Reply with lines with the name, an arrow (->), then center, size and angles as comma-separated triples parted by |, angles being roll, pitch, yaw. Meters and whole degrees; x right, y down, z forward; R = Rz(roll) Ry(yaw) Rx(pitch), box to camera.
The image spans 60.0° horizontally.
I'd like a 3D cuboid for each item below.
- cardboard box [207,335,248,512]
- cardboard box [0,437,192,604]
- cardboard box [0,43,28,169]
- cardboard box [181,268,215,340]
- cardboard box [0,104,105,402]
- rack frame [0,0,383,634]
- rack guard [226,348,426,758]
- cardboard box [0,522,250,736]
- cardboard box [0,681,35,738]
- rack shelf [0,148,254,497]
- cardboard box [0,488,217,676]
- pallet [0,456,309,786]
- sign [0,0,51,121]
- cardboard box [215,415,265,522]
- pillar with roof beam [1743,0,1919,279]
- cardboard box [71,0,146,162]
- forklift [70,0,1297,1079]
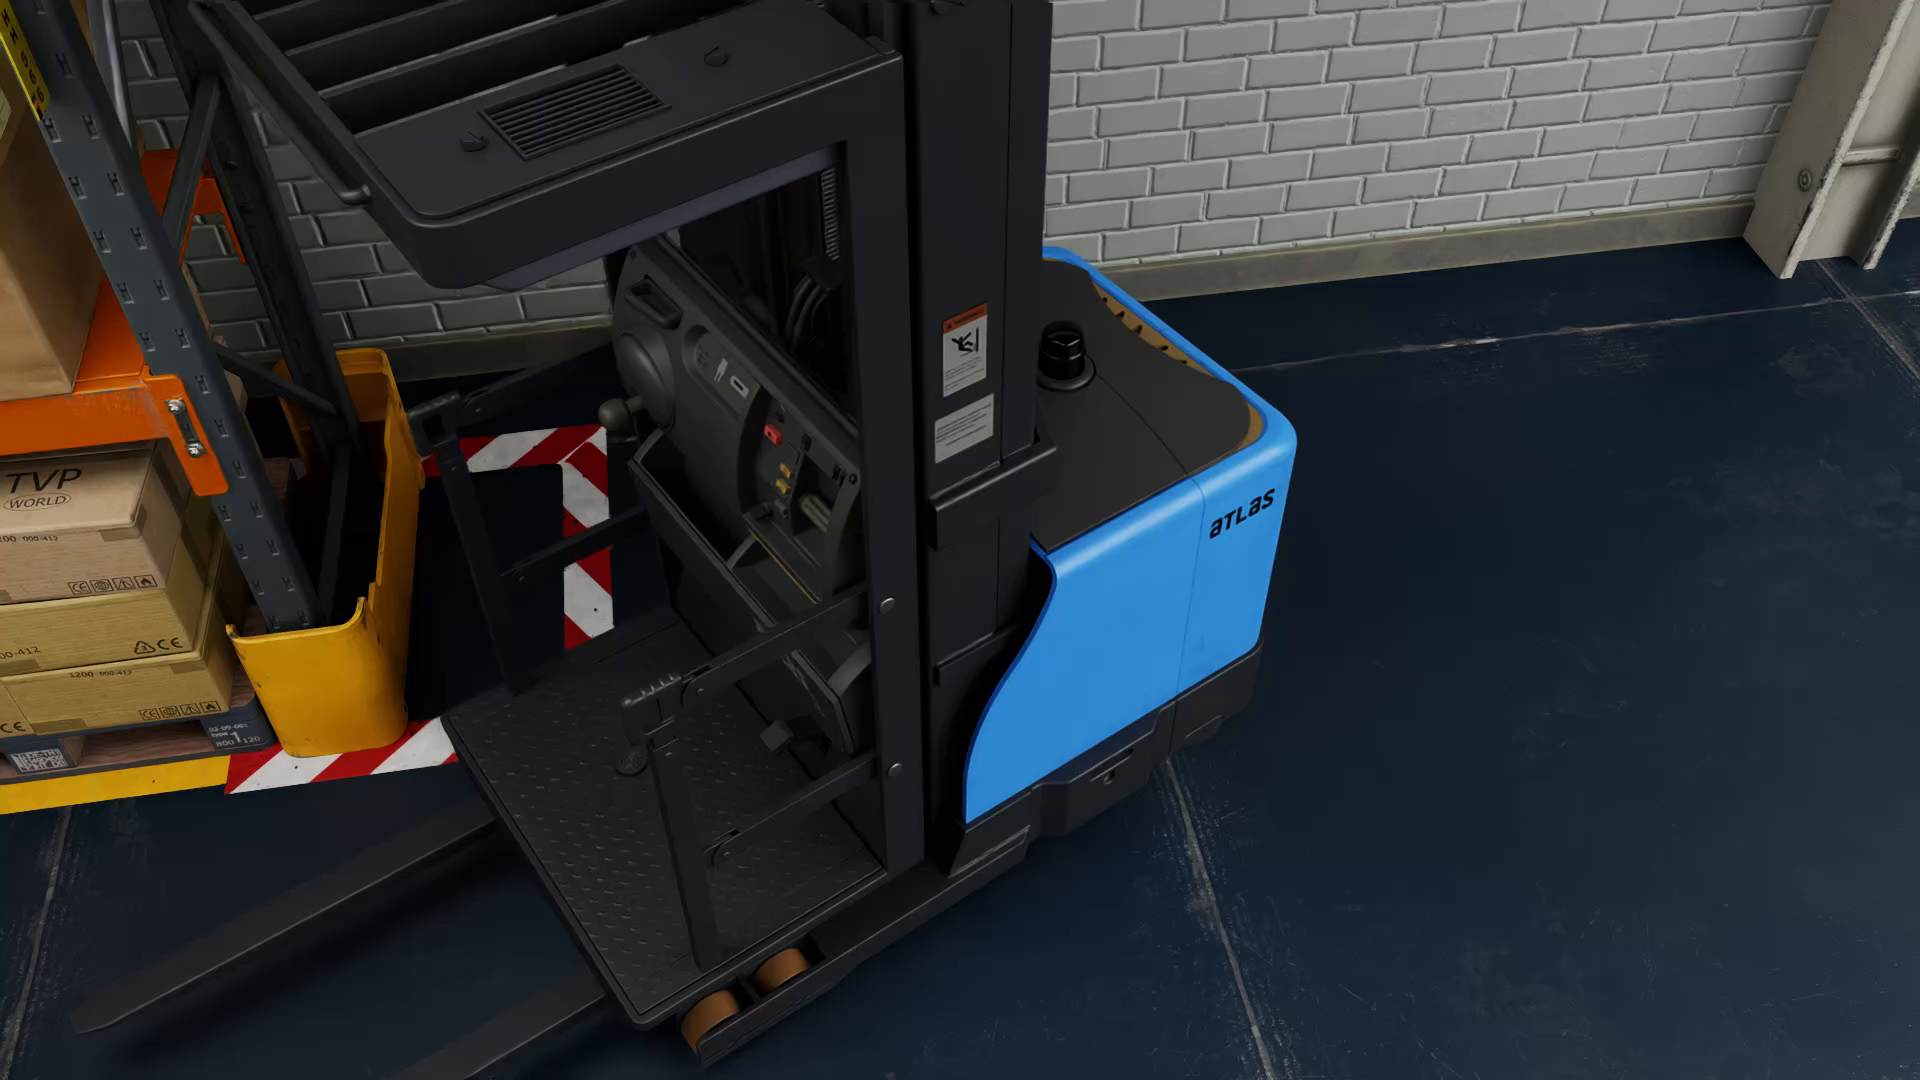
cardboard box -> -2.356, -0.310, 4.736 | 0.500, 0.250, 0.500 | -6, 46, -6
cardboard box -> -2.258, -0.116, 4.202 | 0.500, 0.250, 0.500 | -6, 46, -5
cardboard box -> -2.151, -0.874, 3.489 | 0.250, 0.149, 0.380 | -6, 46, -6
cardboard box -> -2.363, -0.469, 4.542 | 0.500, 0.250, 0.500 | -8, 47, -7
cardboard box -> -2.298, -0.643, 3.717 | 0.500, 0.500, 0.500 | -8, 47, -8
rack frame -> -1.858, -0.855, 3.991 | 0.127, 3.000, 1.000 | -7, 46, -7
rack guard -> -1.834, 0.009, 4.894 | 0.348, 0.500, 1.175 | -7, 46, -7
cardboard box -> -2.267, 0.235, 4.558 | 0.500, 0.250, 0.500 | -7, 46, -7
cardboard box -> -2.758, 0.289, 4.506 | 0.500, 0.250, 0.500 | -7, 46, -7
rack shelf -> -3.828, -0.360, 4.013 | 4.000, 0.370, 1.077 | -7, 46, -7
cardboard box -> -2.284, 0.061, 4.379 | 0.500, 0.250, 0.500 | -8, 47, -7
pallet -> -2.604, 0.236, 4.876 | 1.213, 0.211, 1.003 | -7, 46, -7
sign -> -1.779, -0.952, 3.116 | 0.005, 0.325, 0.100 | -7, 46, -7
cardboard box -> -2.375, -0.125, 4.906 | 0.500, 0.250, 0.500 | -7, 46, -7
pillar with roof beam -> 3.949, -1.173, 0.131 | 0.400, 9.000, 9.100 | -7, 46, -7
cardboard box -> -2.393, -1.026, 4.086 | 0.500, 0.500, 0.500 | -6, 46, -5
forklift -> -0.653, -0.200, 3.407 | 3.031, 2.935, 1.130 | -28, 52, -24
